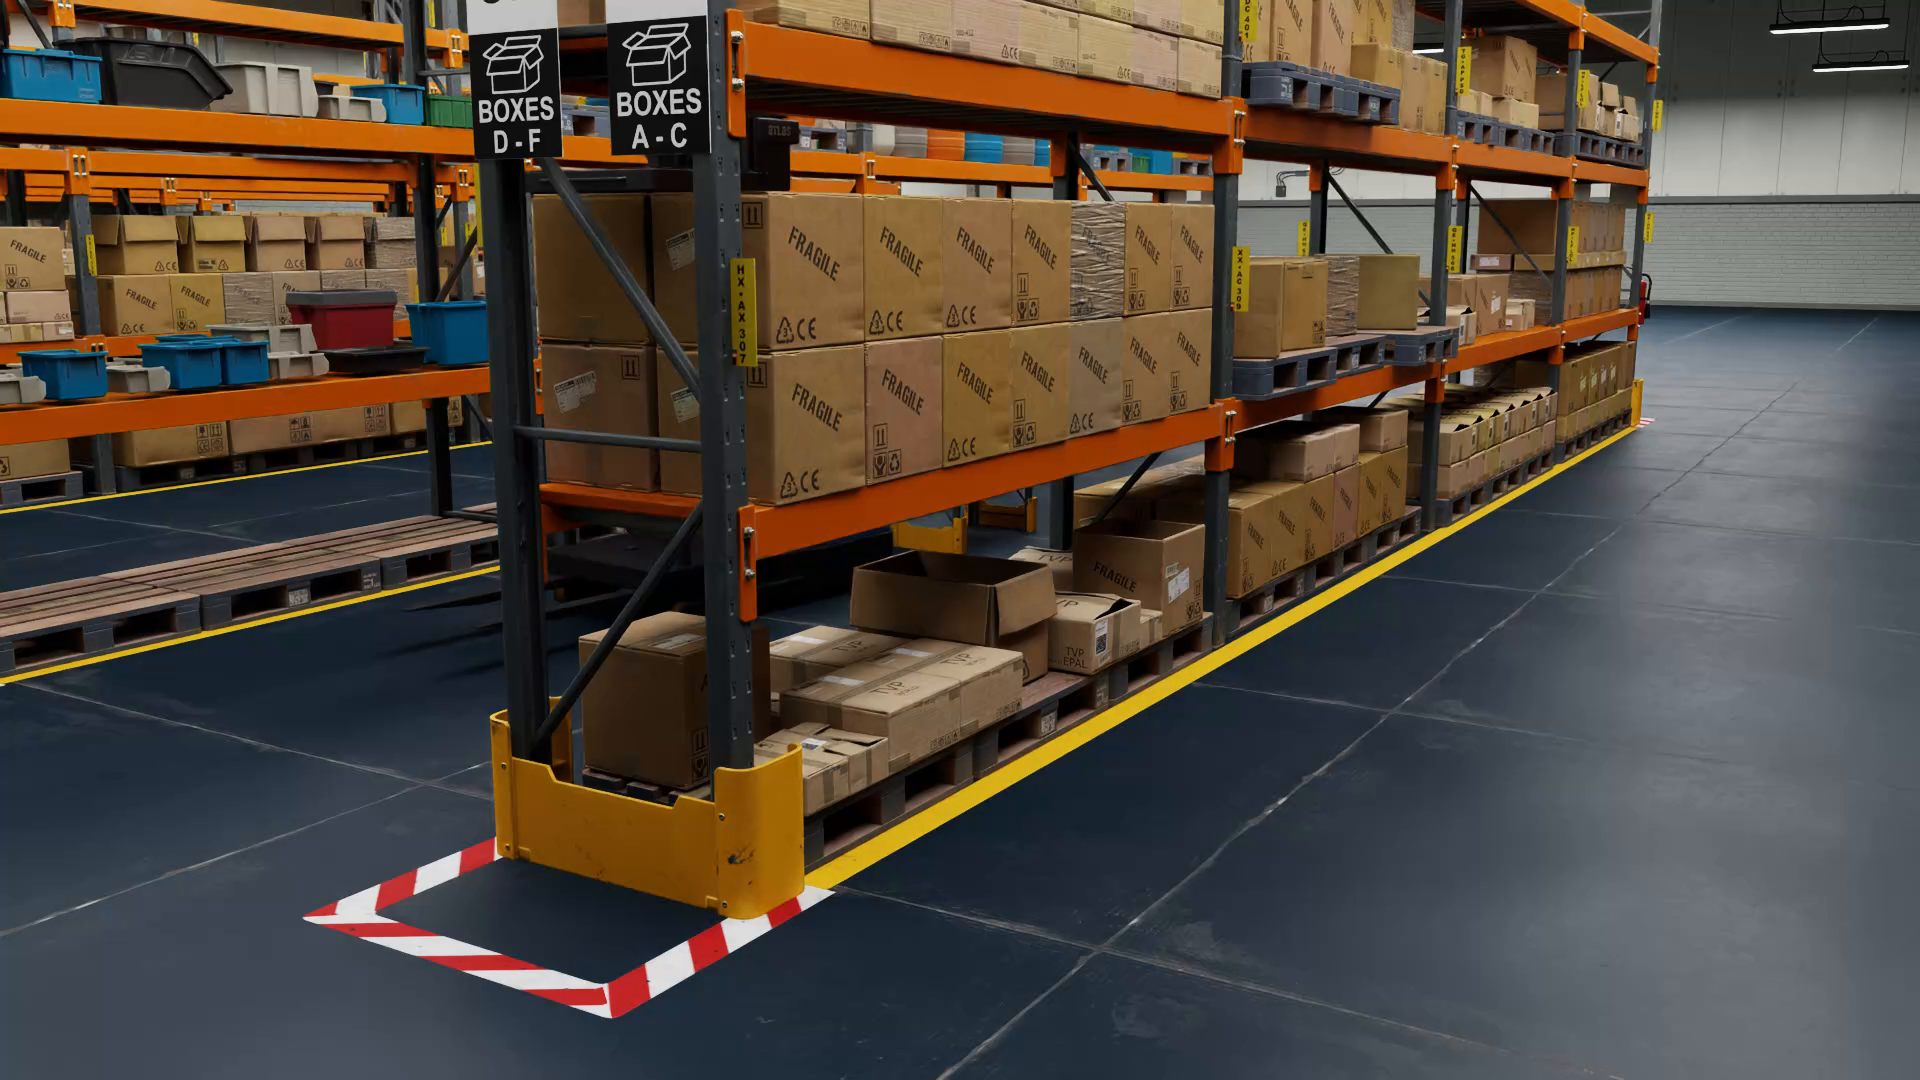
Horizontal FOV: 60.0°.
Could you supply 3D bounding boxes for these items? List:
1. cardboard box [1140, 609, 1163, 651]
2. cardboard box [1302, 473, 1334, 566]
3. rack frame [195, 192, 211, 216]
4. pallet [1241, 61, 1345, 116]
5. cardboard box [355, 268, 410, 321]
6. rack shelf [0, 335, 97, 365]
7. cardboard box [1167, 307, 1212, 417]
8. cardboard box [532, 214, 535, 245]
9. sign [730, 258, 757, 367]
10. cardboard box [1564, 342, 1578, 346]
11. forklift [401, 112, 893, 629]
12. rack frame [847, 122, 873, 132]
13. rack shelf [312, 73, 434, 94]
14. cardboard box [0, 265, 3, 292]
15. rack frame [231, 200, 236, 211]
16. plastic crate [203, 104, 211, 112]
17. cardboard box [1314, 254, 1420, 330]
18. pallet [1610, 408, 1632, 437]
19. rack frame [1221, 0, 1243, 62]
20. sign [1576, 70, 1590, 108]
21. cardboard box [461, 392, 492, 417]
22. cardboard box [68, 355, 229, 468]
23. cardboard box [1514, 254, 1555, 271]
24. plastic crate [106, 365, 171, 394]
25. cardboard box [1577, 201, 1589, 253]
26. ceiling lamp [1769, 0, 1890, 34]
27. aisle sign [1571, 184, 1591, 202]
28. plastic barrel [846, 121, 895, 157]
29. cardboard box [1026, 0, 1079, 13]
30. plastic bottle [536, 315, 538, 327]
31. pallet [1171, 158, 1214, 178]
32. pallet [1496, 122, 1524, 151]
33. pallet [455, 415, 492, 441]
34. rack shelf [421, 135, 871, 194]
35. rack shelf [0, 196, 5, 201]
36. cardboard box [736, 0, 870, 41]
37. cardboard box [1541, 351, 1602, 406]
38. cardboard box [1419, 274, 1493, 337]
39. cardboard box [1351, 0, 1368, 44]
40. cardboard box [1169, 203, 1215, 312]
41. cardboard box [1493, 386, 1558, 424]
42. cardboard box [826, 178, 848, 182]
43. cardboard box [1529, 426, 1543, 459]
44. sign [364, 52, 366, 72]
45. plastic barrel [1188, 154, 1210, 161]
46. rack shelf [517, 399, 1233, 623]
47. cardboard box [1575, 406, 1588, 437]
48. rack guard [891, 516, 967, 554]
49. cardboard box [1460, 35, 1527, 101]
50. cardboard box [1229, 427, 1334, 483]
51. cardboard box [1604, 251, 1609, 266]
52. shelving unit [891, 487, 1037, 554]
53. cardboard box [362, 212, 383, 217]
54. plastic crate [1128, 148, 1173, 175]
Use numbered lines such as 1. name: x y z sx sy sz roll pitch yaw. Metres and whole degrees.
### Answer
1. cardboard box: 0.754 0.418 8.037 0.380 0.149 0.250 6 12 31
2. cardboard box: 1.944 -0.152 10.126 0.500 0.500 0.500 7 12 31
3. rack frame: -11.830 -4.101 25.621 1.000 3.000 0.127 6 12 31
4. pallet: 1.349 -2.427 9.038 1.213 0.211 1.003 6 12 31
5. cardboard box: -5.745 -2.395 16.237 0.500 0.500 0.500 6 12 30
6. rack shelf: -8.552 -1.228 12.229 1.077 0.370 4.000 6 12 31
7. cardboard box: 0.911 -0.895 8.224 0.500 0.500 0.500 7 12 32
8. cardboard box: -6.474 -4.556 24.713 0.875 0.550 0.500 6 12 31
9. sign: -0.662 -0.693 5.068 0.100 0.325 0.005 6 12 31
10. cardboard box: 6.455 -1.918 18.253 0.500 0.500 0.500 6 12 31
11. forklift: -1.734 -1.040 9.459 1.130 2.935 3.031 8 13 38
12. rack frame: -1.204 -5.000 14.124 1.000 3.000 0.127 6 12 31
13. rack shelf: -8.585 -5.728 21.050 1.077 0.370 4.000 6 12 31
14. cardboard box: -7.788 -2.161 12.819 0.500 0.500 0.500 7 12 31
15. rack frame: -13.998 -5.203 31.511 1.000 3.000 0.127 6 12 31
16. plastic crate: -4.497 -2.487 9.566 0.437 0.136 0.530 6 12 31
17. cardboard box: 2.797 -1.724 11.510 0.700 0.500 0.500 2 11 12
18. pallet: 6.820 -1.341 18.458 1.003 0.211 1.213 6 12 31
19. rack frame: 0.951 -3.897 8.233 1.000 3.000 0.127 6 12 31
20. sign: 5.573 -4.040 14.884 0.100 0.325 0.005 6 12 31
21. cardboard box: -5.106 -1.620 17.966 0.700 0.500 0.500 6 12 28
22. cardboard box: -7.199 -1.160 14.548 1.225 0.875 0.875 6 12 31
23. cardboard box: 5.409 -2.599 15.563 0.380 0.149 0.250 6 12 31
24. plastic crate: -4.358 -0.850 8.810 0.250 0.136 0.298 6 12 31
25. cardboard box: 5.851 -3.122 16.598 0.700 0.500 0.500 6 12 31
26. ceiling lamp: 16.392 -11.140 31.056 2.000 3.185 0.800 6 12 31
27. aisle sign: 6.953 -4.153 18.838 0.394 0.787 0.004 6 12 31
28. plastic barrel: -0.781 -3.601 14.494 0.421 0.512 0.421 0 11 0
29. cardboard box: 0.146 -2.257 6.672 0.500 0.250 0.500 6 12 31
30. plastic bottle: -3.163 -1.512 12.130 0.152 0.276 0.135 6 12 31
31. pallet: 2.436 -4.571 20.493 1.003 0.211 1.213 6 12 31
32. pallet: 3.882 -3.251 13.443 1.003 0.211 1.213 7 13 33
33. pallet: -5.030 -1.277 18.116 1.003 0.211 1.213 6 12 31
34. rack shelf: -2.242 -2.858 12.786 1.077 0.370 4.000 6 12 31
35. rack shelf: -17.113 -5.380 26.261 1.077 0.370 4.000 6 12 31
36. cardboard box: -0.642 -1.777 5.464 0.500 0.250 0.500 6 12 31
37. cardboard box: 6.132 -1.631 16.720 0.500 0.500 0.500 6 12 31
38. cardboard box: 4.158 -1.975 13.996 0.500 0.500 0.500 6 12 31
39. cardboard box: 2.266 -3.364 10.547 0.500 0.500 0.500 6 12 31
40. cardboard box: 0.910 -1.385 8.126 0.500 0.500 0.500 6 12 31
41. cardboard box: 5.139 -1.246 15.181 0.500 0.311 0.500 6 12 31
42. cardboard box: -1.847 -4.925 22.280 0.500 0.250 0.500 7 13 32
43. cardboard box: 4.873 -0.889 14.799 0.500 0.250 0.500 6 12 30
44. sign: -10.217 -8.228 28.613 0.100 0.325 0.005 6 12 31
45. plastic barrel: 2.806 -5.113 20.569 0.600 0.830 0.708 6 12 31
46. rack shelf: -0.087 -0.281 7.171 1.077 0.370 4.000 6 12 31
47. cardboard box: 5.868 -1.184 16.372 0.500 0.250 0.500 6 12 31
48. rack guard: -0.219 -0.057 11.491 0.587 0.250 0.087 6 12 31
49. cardboard box: 4.474 -3.998 14.147 0.500 0.500 0.500 8 13 36
50. cardboard box: 1.929 -0.515 10.027 0.500 0.250 0.500 6 12 31
51. cardboard box: 6.610 -2.963 17.512 0.380 0.149 0.250 7 13 32
52. shelving unit: 0.040 -0.749 11.795 0.587 1.500 1.083 6 12 31
53. cardboard box: -10.101 -5.236 27.891 0.700 0.500 0.500 7 12 31
54. plastic crate: 2.217 -4.448 19.366 0.392 0.384 0.575 6 12 31
